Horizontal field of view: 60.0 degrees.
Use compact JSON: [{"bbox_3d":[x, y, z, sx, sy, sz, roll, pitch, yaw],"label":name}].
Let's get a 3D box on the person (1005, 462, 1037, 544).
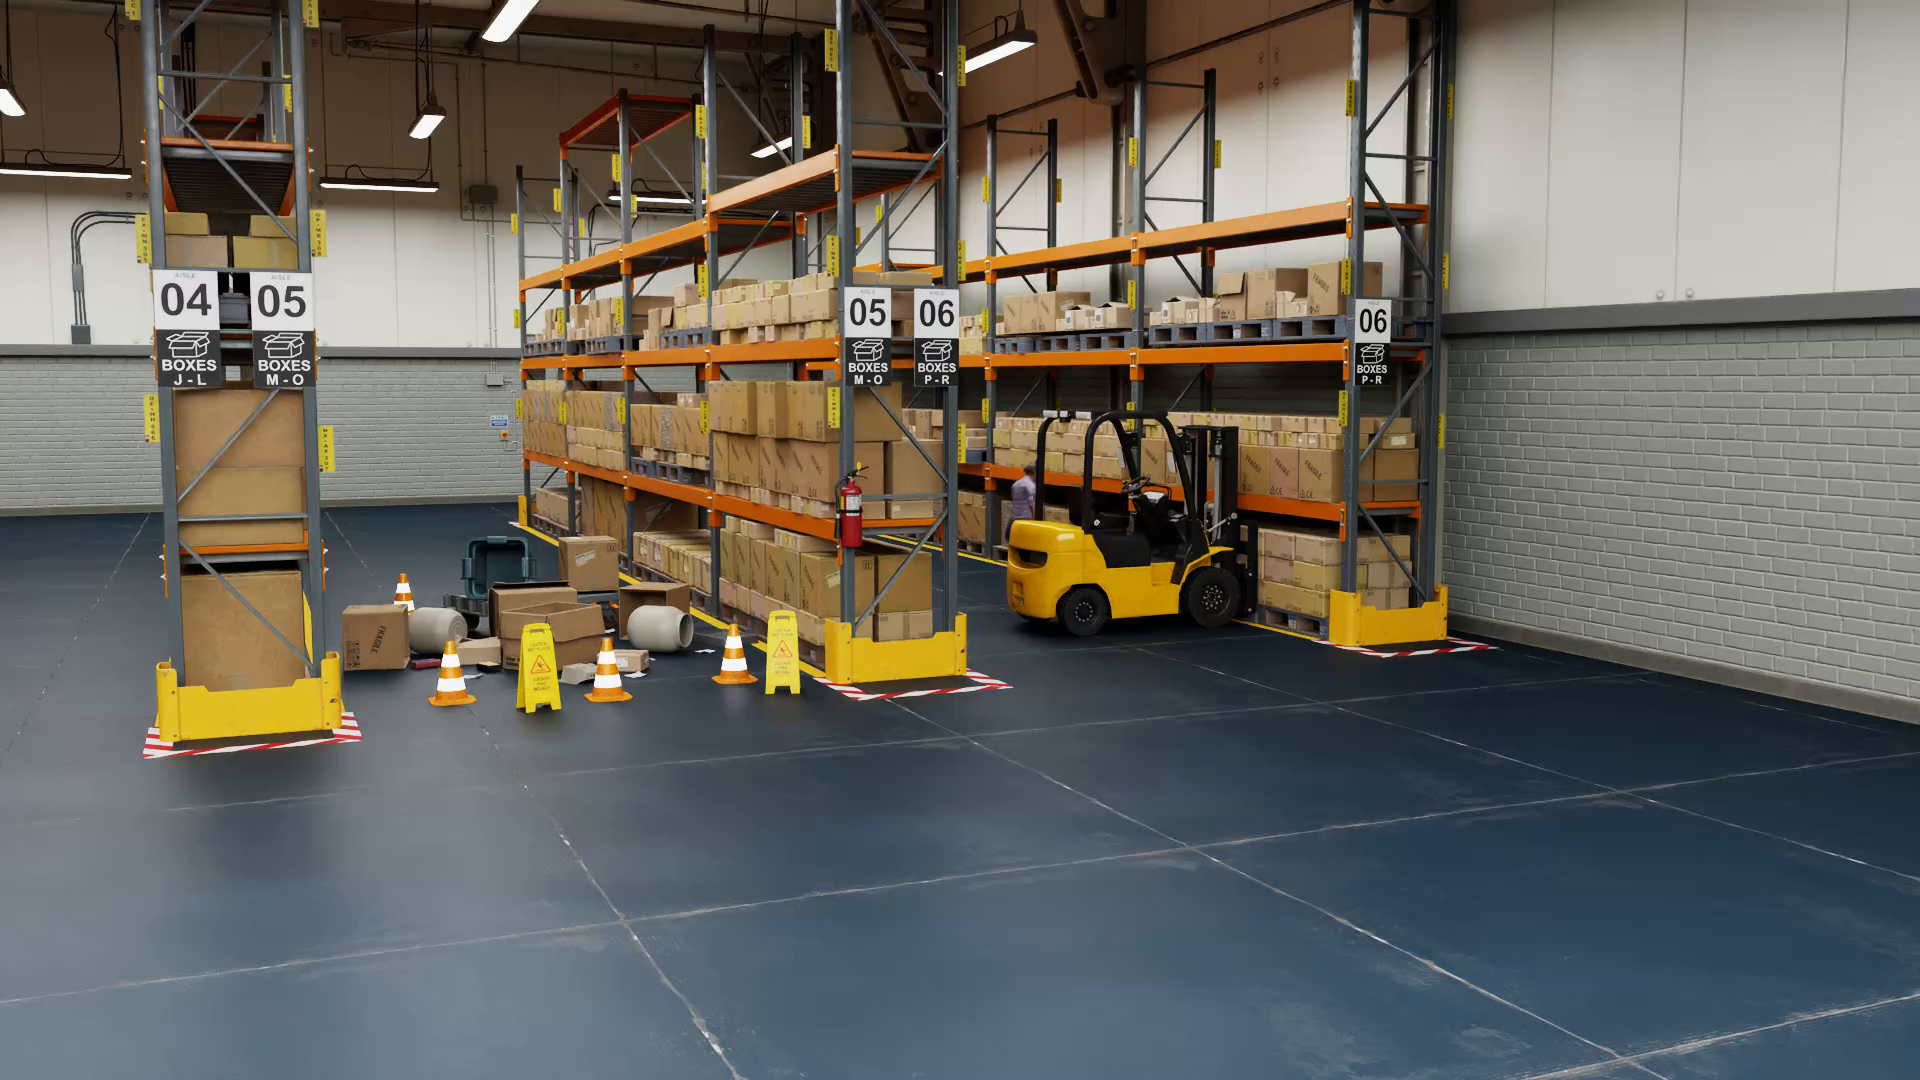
[{"bbox_3d":[0.710,-0.056,18.059,0.426,1.587,0.504,-2,6,-22],"label":"person"}]
